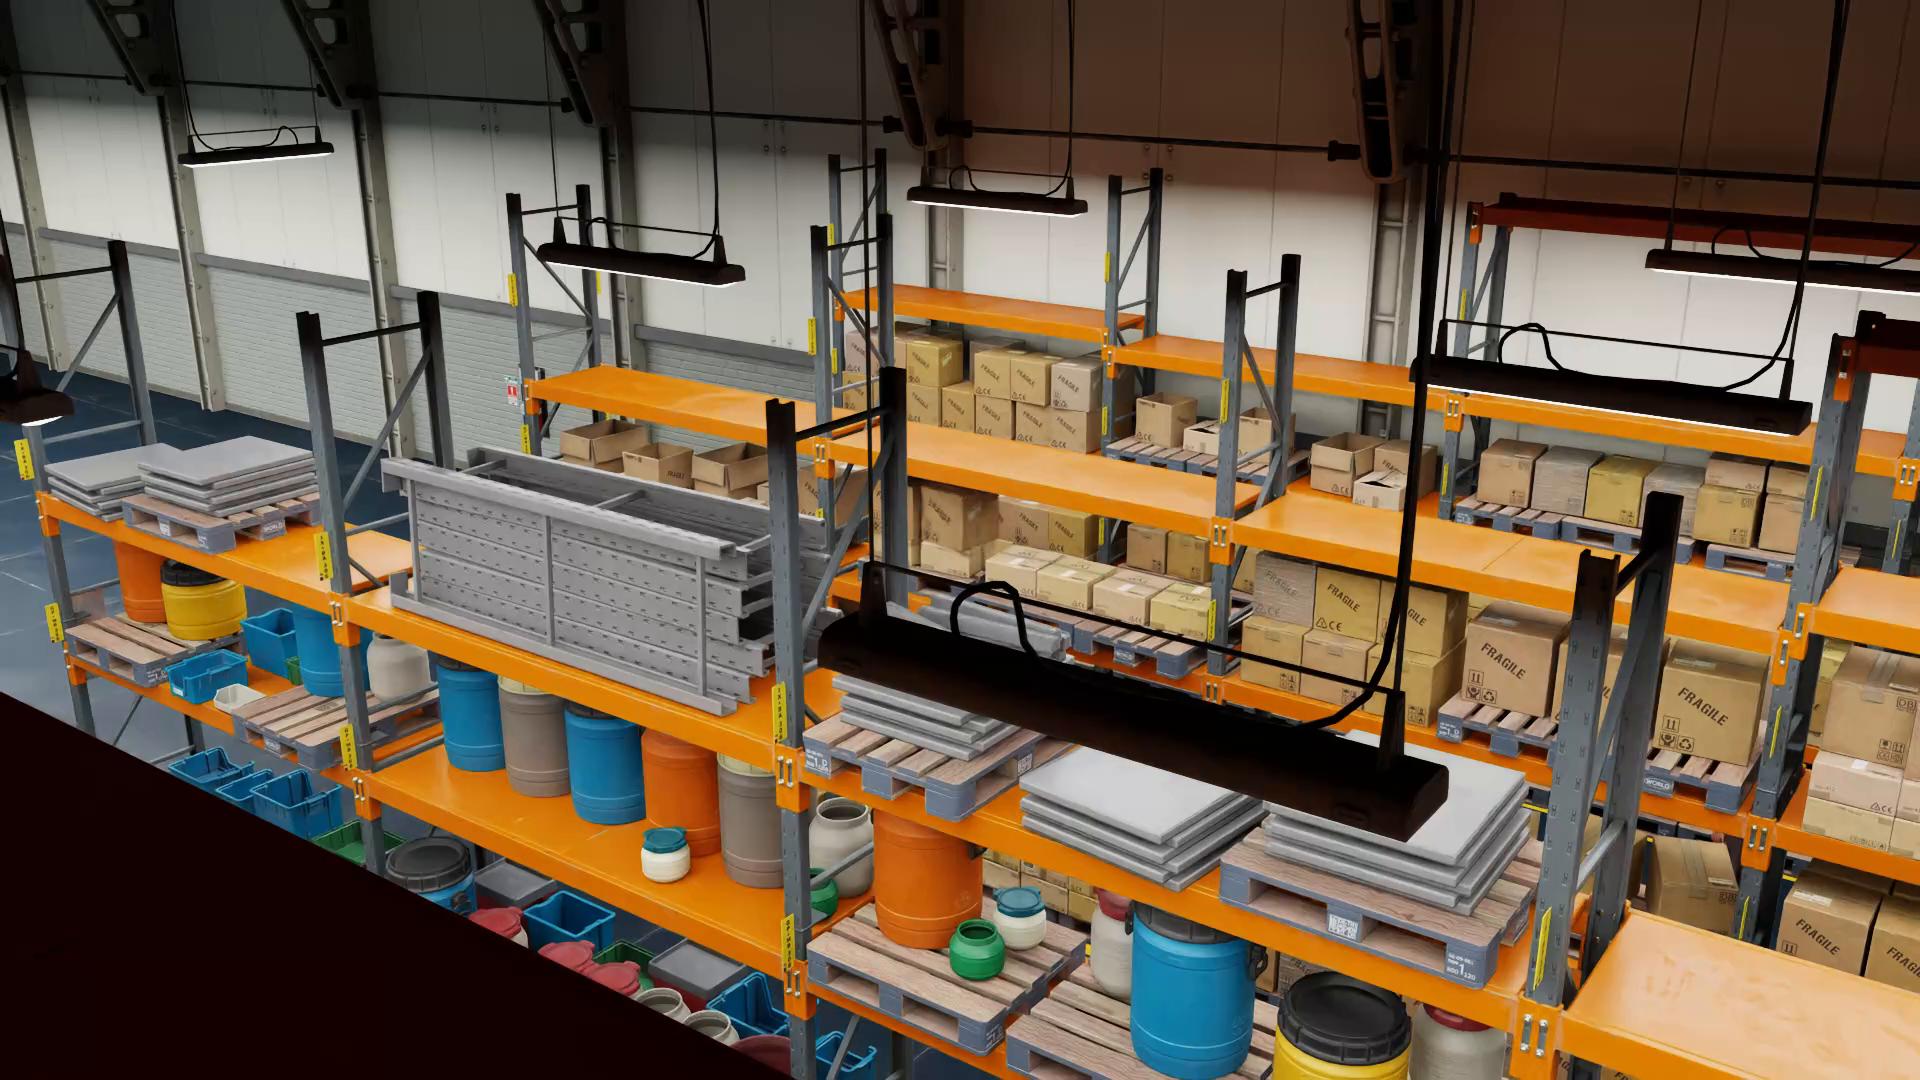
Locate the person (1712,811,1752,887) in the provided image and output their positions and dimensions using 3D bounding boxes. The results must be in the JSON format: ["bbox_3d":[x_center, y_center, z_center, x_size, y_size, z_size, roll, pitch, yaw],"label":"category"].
[{"bbox_3d":[6.899,2.568,14.744,0.566,1.724,0.476,-4,19,-12],"label":"person"}]
